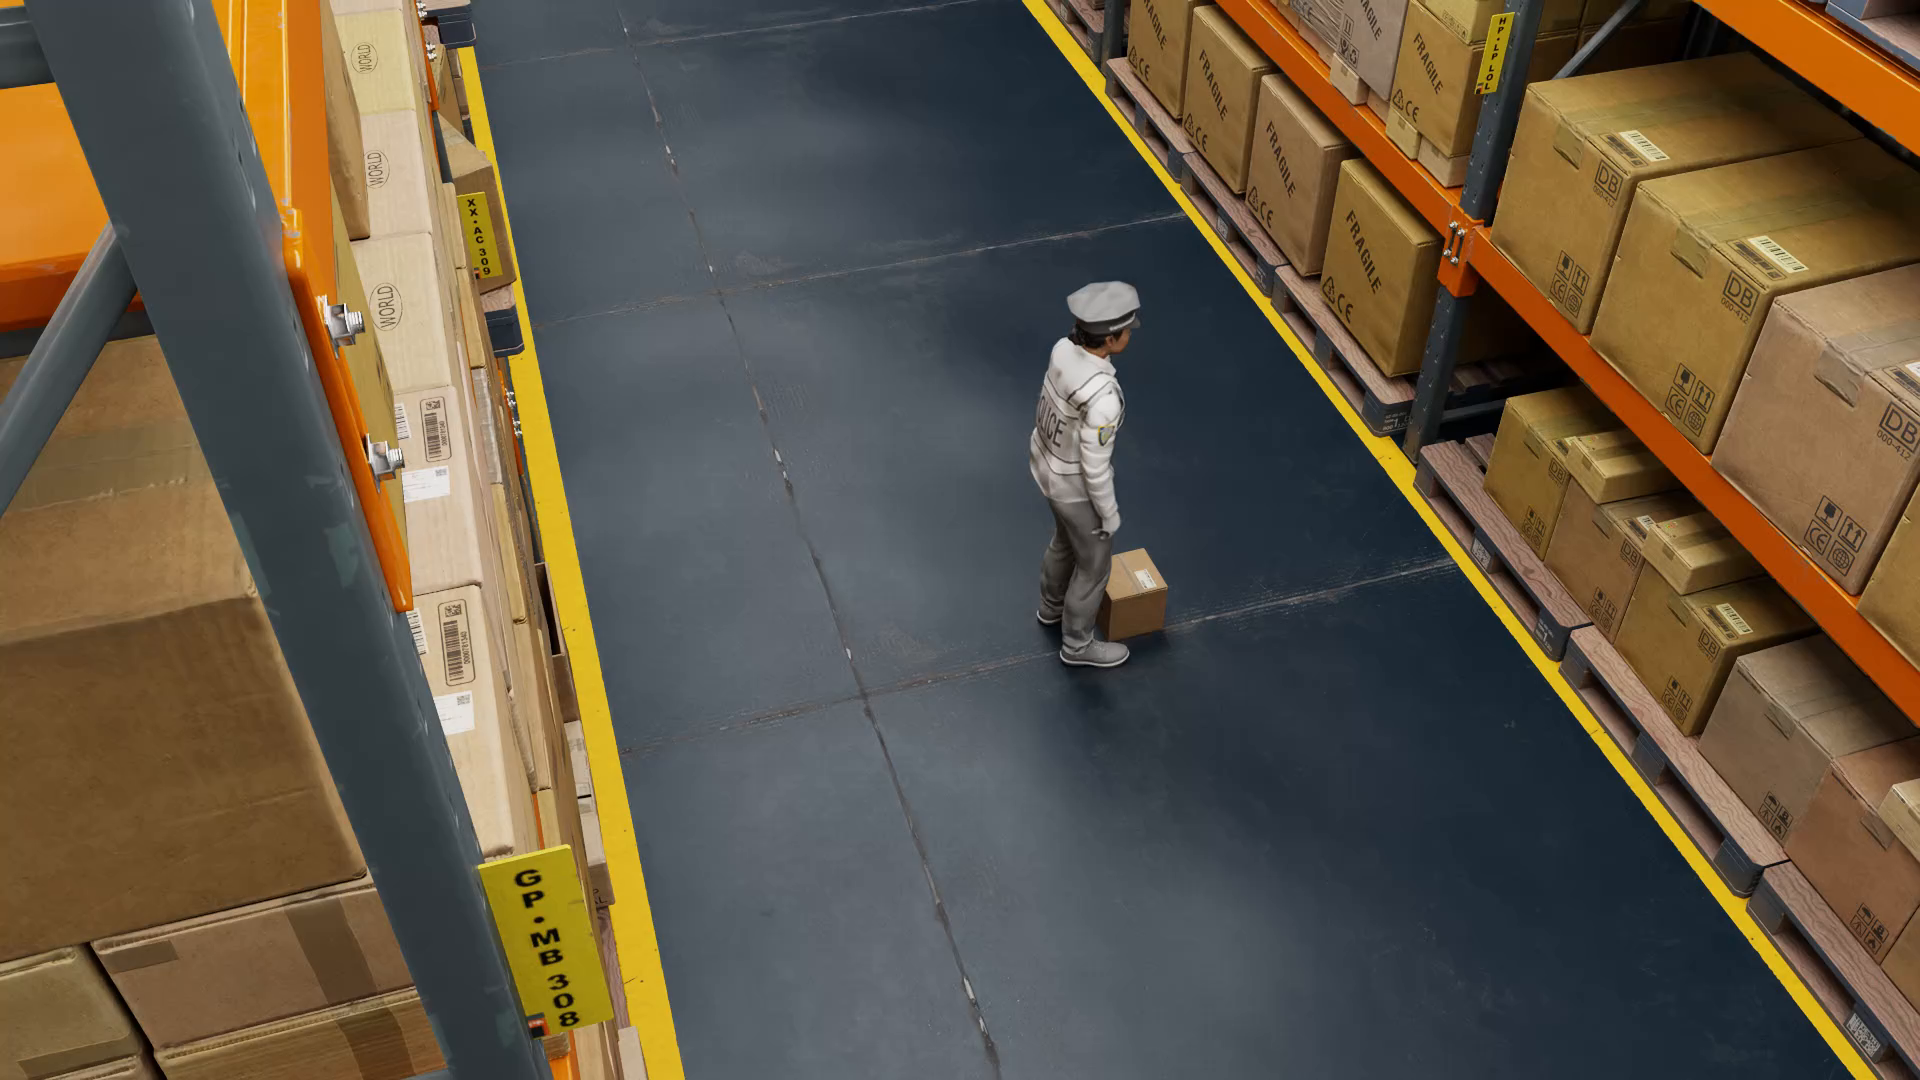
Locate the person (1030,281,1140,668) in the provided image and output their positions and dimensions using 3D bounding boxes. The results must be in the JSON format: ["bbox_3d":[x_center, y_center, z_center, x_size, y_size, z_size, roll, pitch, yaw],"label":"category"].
[{"bbox_3d":[0.469,-0.233,6.412,0.372,1.663,0.529,-12,44,-13],"label":"person"}]
